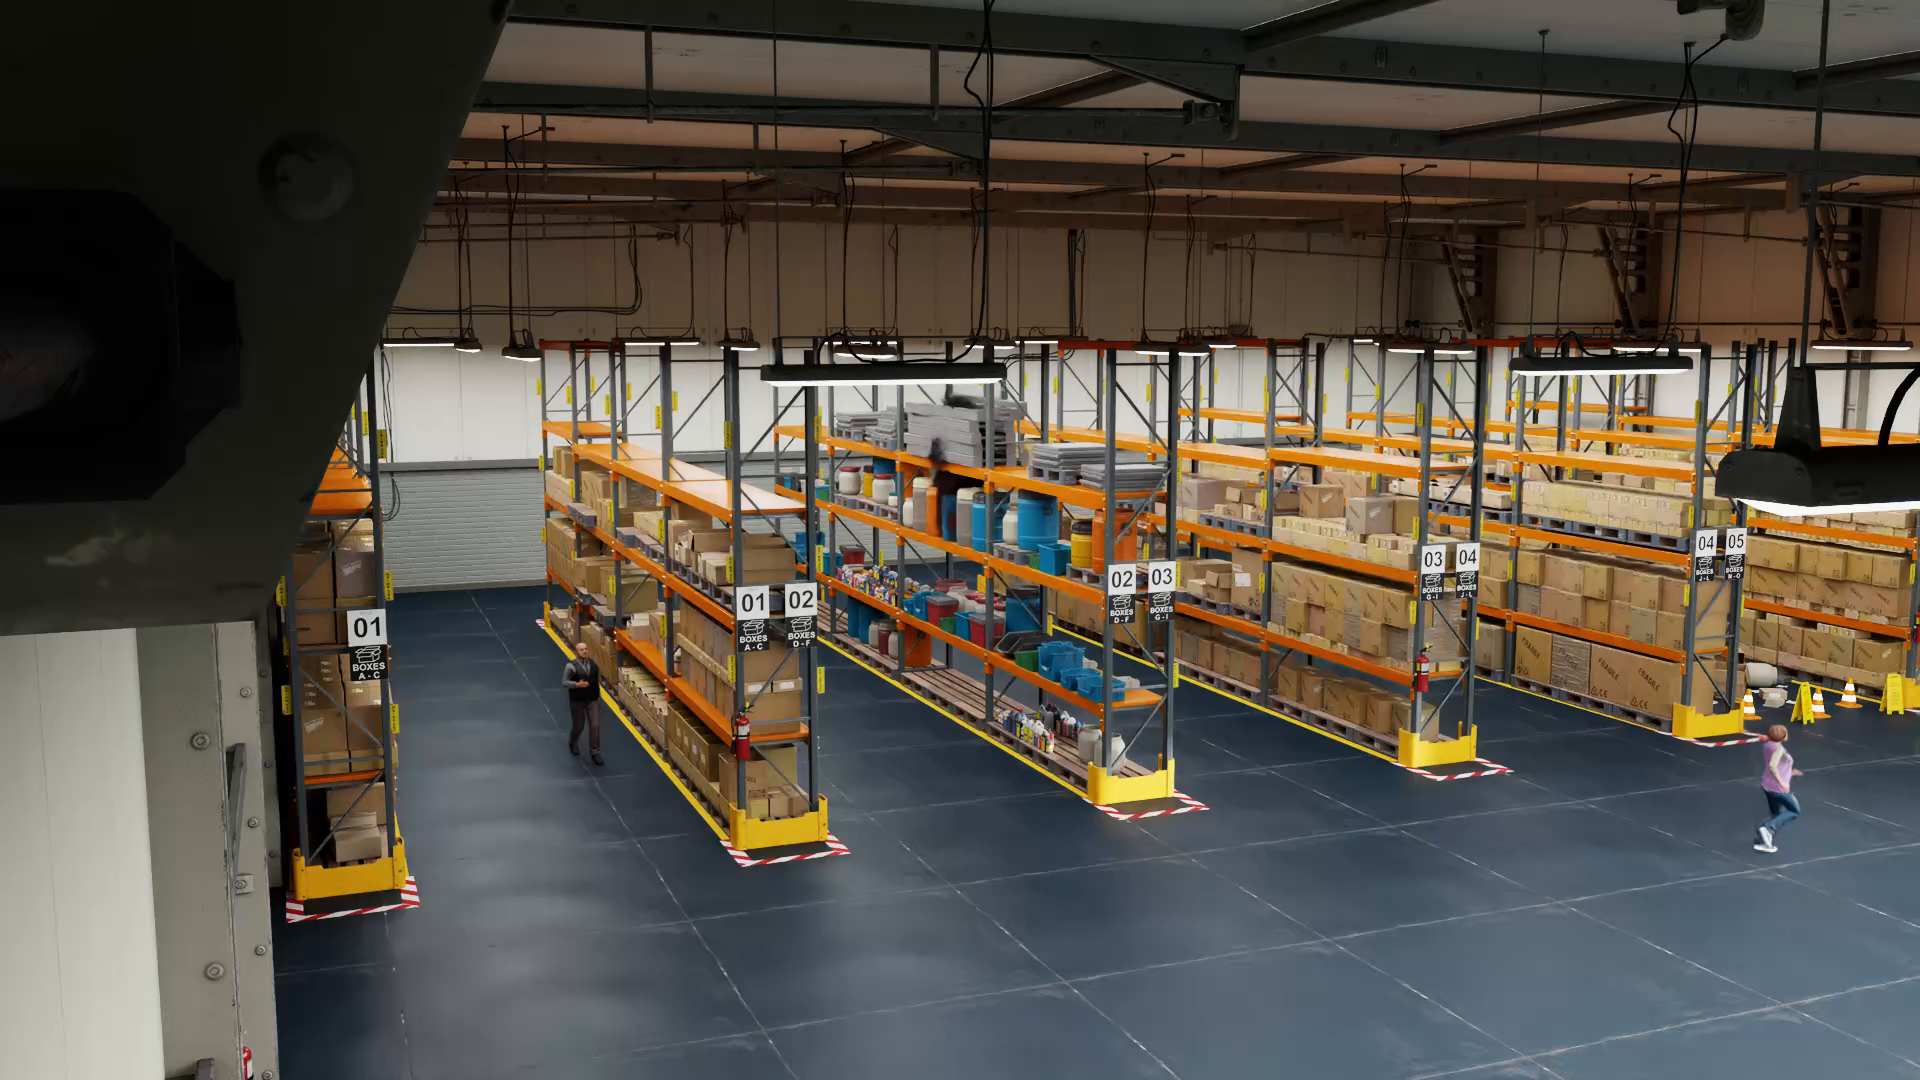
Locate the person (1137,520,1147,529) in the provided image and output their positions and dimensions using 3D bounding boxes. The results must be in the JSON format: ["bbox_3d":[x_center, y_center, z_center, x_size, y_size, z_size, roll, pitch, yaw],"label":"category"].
[{"bbox_3d":[4.380,0.205,40.672,0.638,1.644,0.904,6,9,38],"label":"person"}]

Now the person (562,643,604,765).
[{"bbox_3d":[-5.422,2.331,24.009,0.661,1.715,0.906,-5,9,-33],"label":"person"}]

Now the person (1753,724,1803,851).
[{"bbox_3d":[9.826,2.974,19.920,0.549,1.559,0.522,0,7,0],"label":"person"}]
